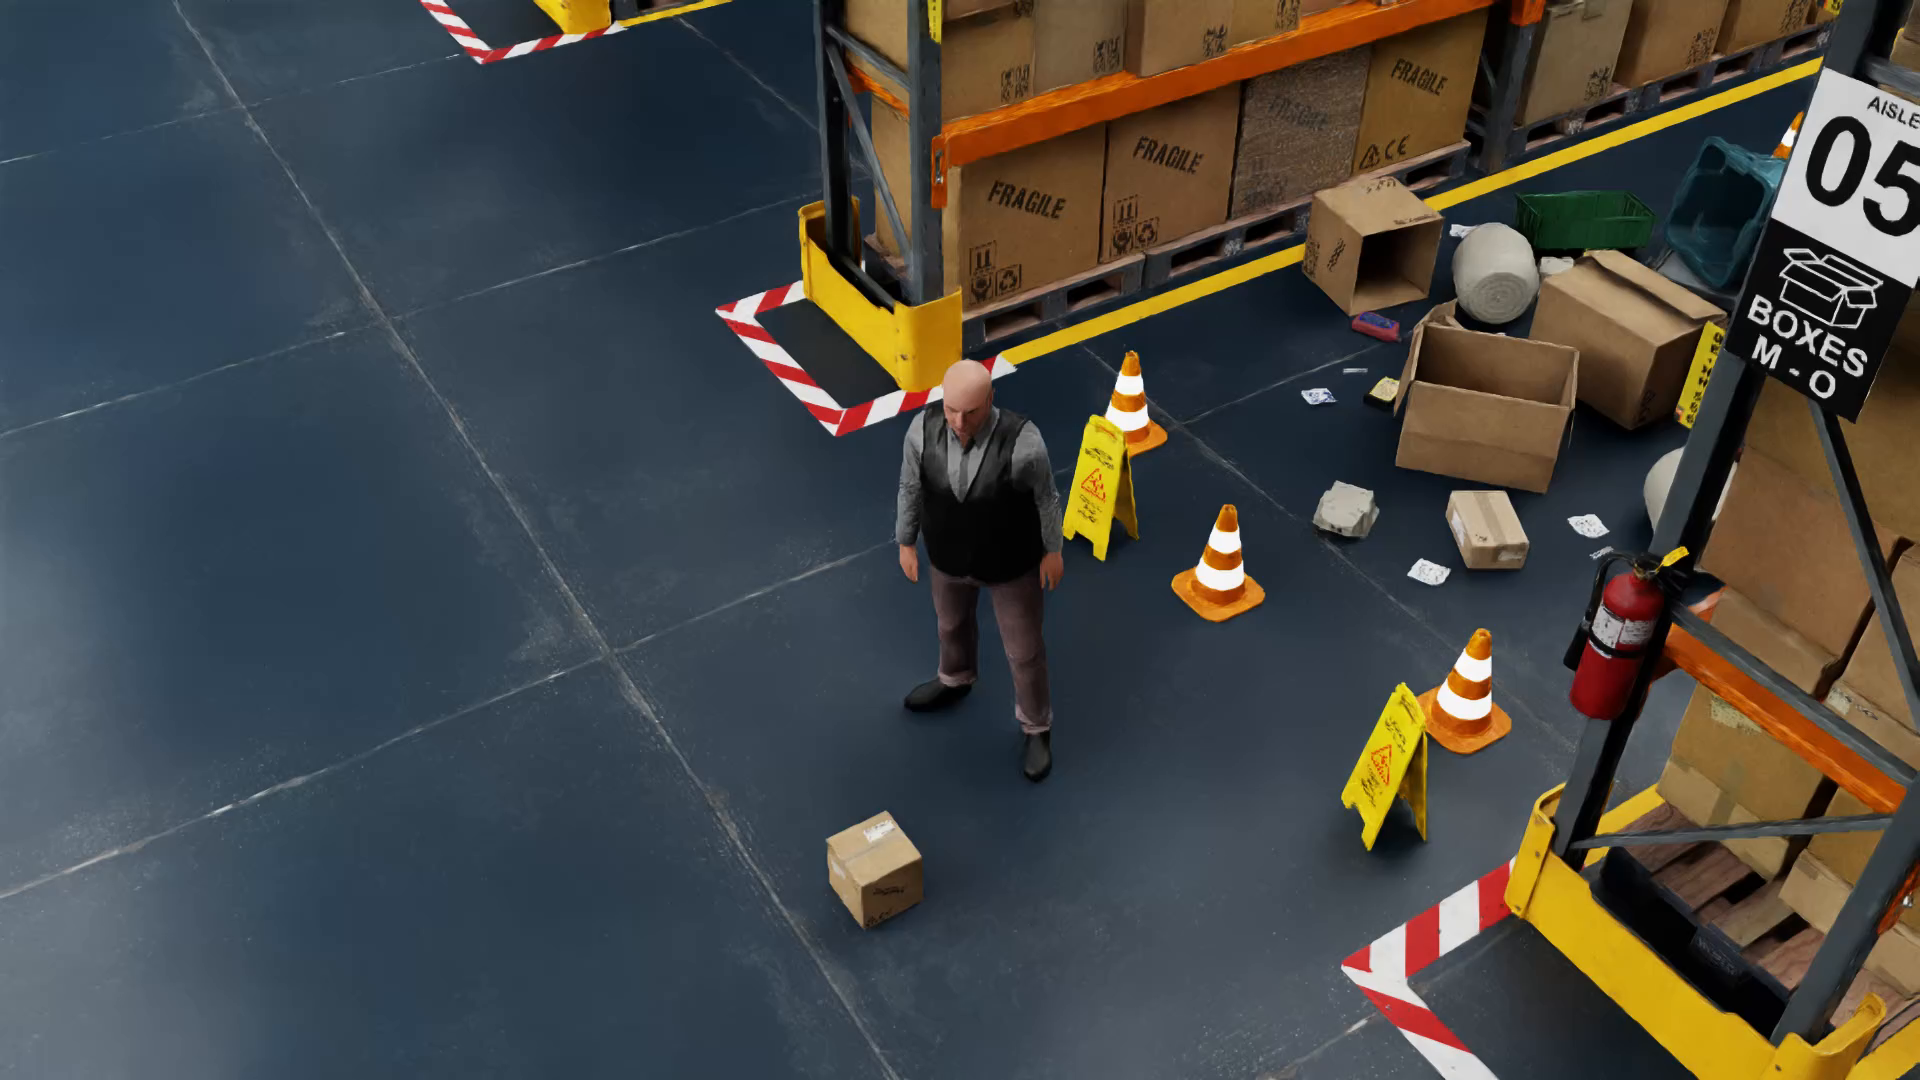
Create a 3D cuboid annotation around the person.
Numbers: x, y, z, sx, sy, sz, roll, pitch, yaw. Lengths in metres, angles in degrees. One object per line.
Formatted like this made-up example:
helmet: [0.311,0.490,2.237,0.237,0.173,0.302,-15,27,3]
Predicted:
person: [0.083,0.082,6.047,0.672,1.722,0.466,13,42,14]
